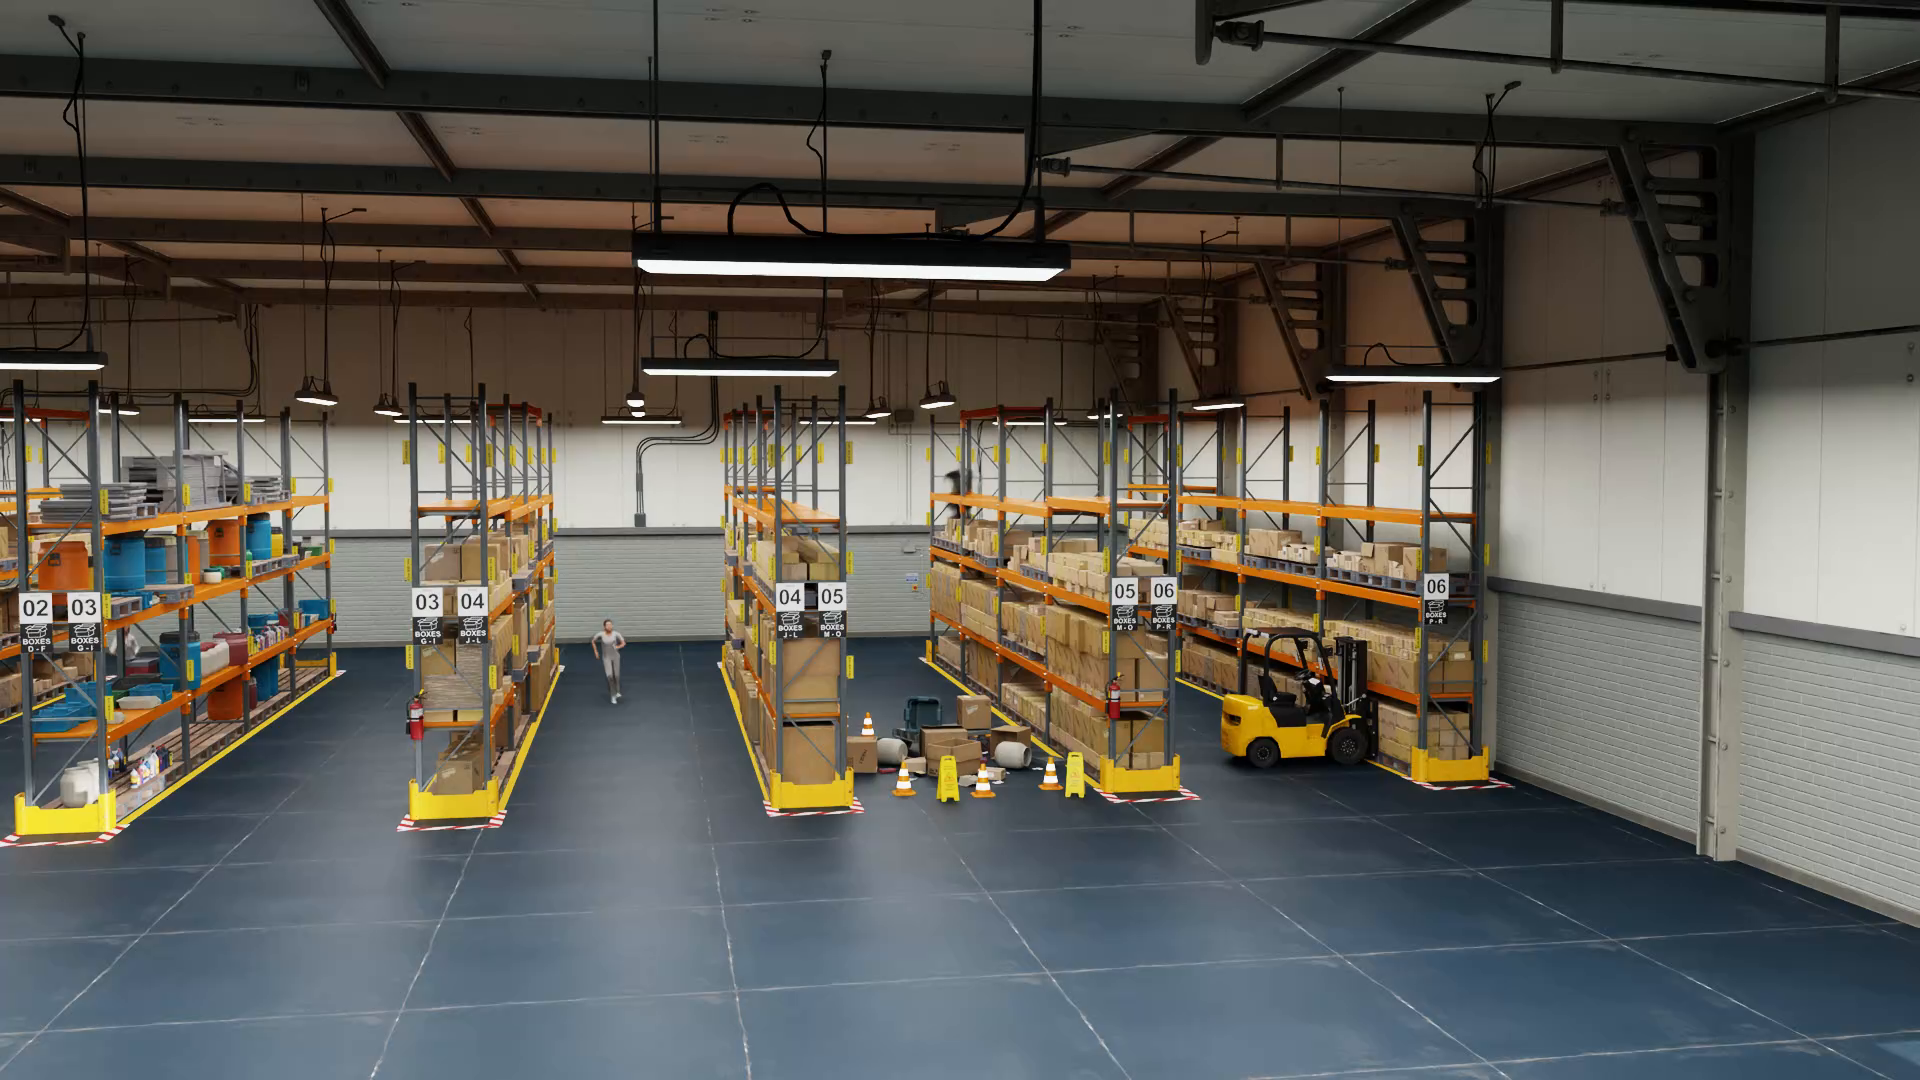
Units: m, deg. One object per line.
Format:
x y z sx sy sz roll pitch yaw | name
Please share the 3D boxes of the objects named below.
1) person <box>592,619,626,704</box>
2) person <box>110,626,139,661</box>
-7.141 2.464 33.853 0.662 1.717 0.713 -1 3 -18 | person
-17.286 2.501 34.426 0.539 1.534 0.575 -1 3 -23 | person
